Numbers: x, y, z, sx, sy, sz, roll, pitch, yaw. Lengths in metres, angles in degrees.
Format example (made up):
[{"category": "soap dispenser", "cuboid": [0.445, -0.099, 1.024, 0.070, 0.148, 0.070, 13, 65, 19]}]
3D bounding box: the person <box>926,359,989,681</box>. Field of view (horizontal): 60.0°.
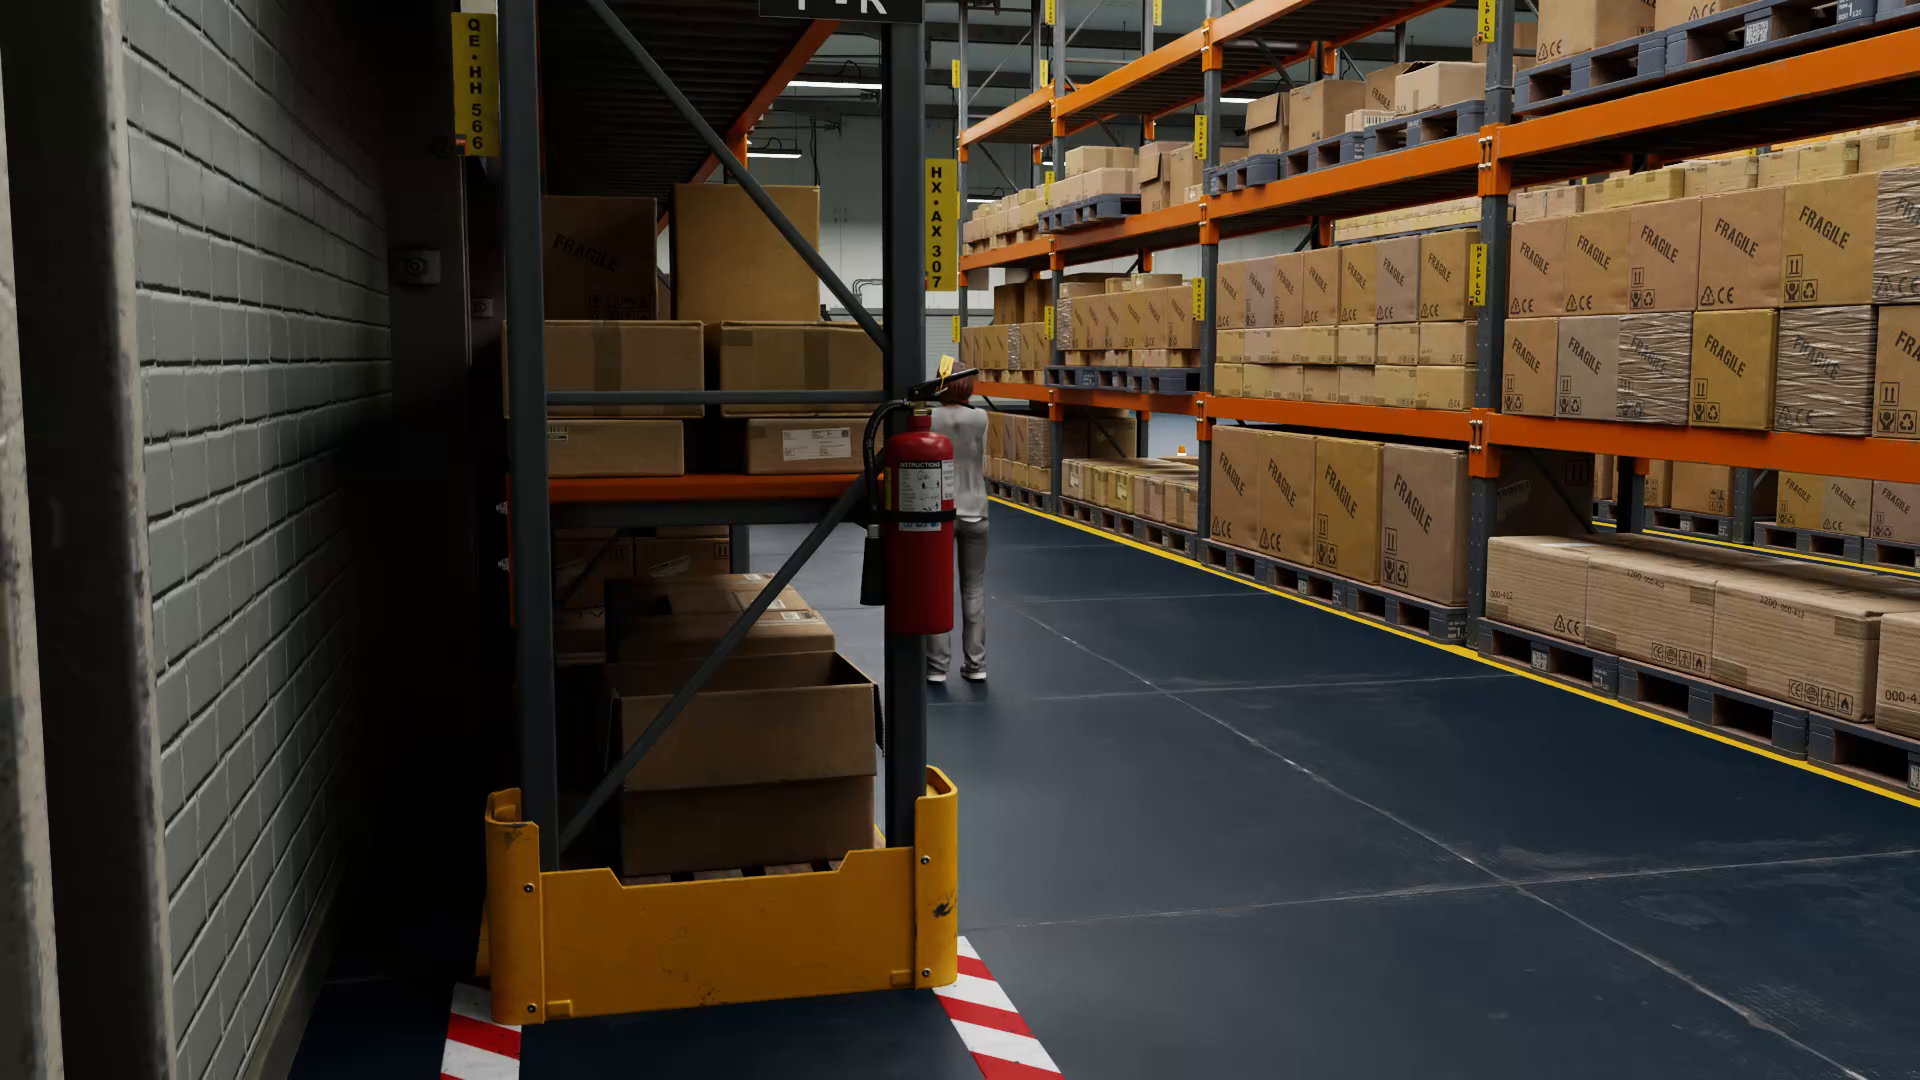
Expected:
[{"category": "person", "cuboid": [-0.058, -0.100, 8.291, 0.397, 1.597, 0.496, -2, 7, -16]}]
